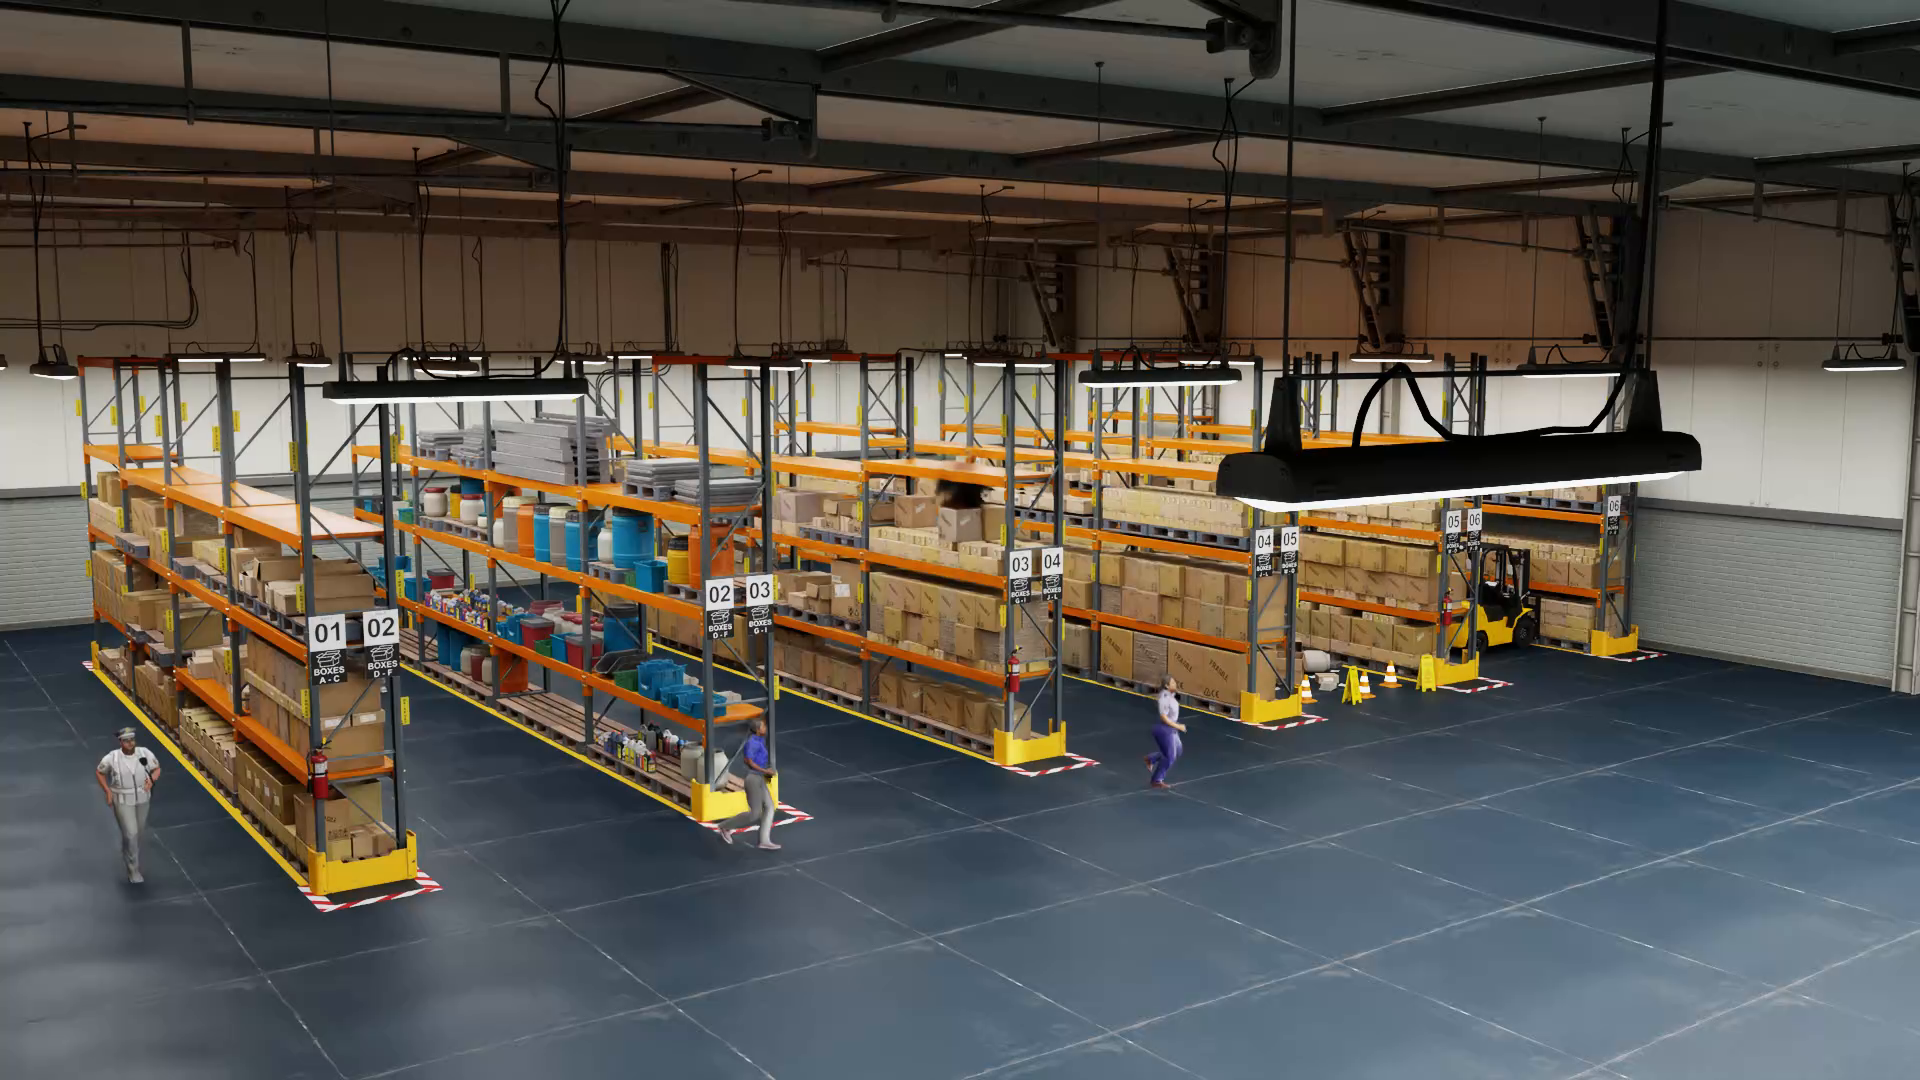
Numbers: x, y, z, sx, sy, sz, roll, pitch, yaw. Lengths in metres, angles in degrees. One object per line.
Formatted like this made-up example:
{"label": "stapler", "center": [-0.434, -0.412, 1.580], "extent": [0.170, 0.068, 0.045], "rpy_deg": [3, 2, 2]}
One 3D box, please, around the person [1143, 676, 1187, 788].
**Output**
{"label": "person", "center": [2.903, 2.707, 23.531], "extent": [0.616, 1.602, 0.632], "rpy_deg": [1, 7, 10]}

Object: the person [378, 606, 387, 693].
{"label": "person", "center": [-10.462, 1.948, 29.922], "extent": [0.522, 1.554, 0.598], "rpy_deg": [-6, 9, -39]}

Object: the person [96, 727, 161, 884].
{"label": "person", "center": [-9.783, 3.080, 19.635], "extent": [0.830, 1.842, 0.653], "rpy_deg": [7, 10, 44]}

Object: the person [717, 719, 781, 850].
{"label": "person", "center": [-2.627, 3.045, 20.817], "extent": [0.765, 1.582, 0.628], "rpy_deg": [0, 7, -4]}
